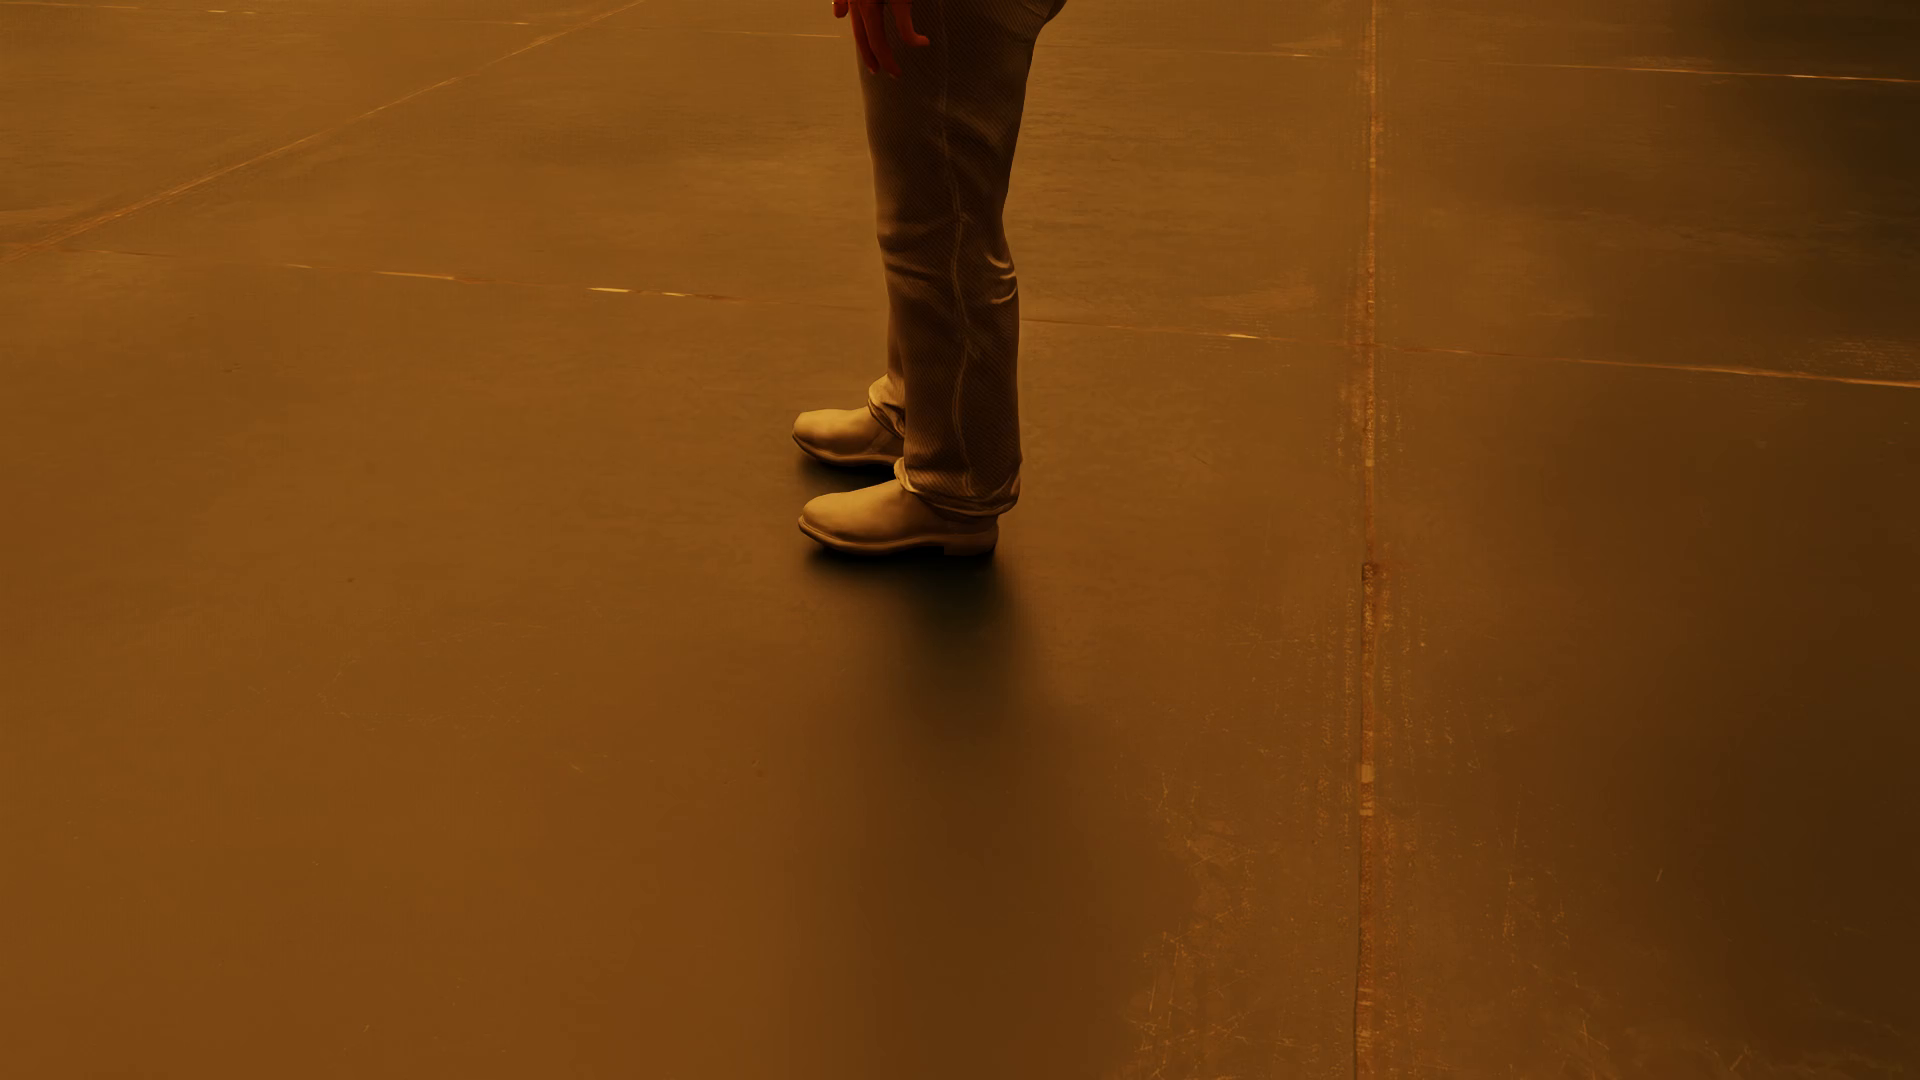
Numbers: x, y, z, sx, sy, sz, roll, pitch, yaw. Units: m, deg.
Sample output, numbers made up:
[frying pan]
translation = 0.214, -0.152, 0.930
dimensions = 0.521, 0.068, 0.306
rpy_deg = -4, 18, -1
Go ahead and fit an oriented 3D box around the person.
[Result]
[person]
translation = -0.059, -0.808, 2.116
dimensions = 0.567, 1.774, 0.633
rpy_deg = 6, 27, 11
